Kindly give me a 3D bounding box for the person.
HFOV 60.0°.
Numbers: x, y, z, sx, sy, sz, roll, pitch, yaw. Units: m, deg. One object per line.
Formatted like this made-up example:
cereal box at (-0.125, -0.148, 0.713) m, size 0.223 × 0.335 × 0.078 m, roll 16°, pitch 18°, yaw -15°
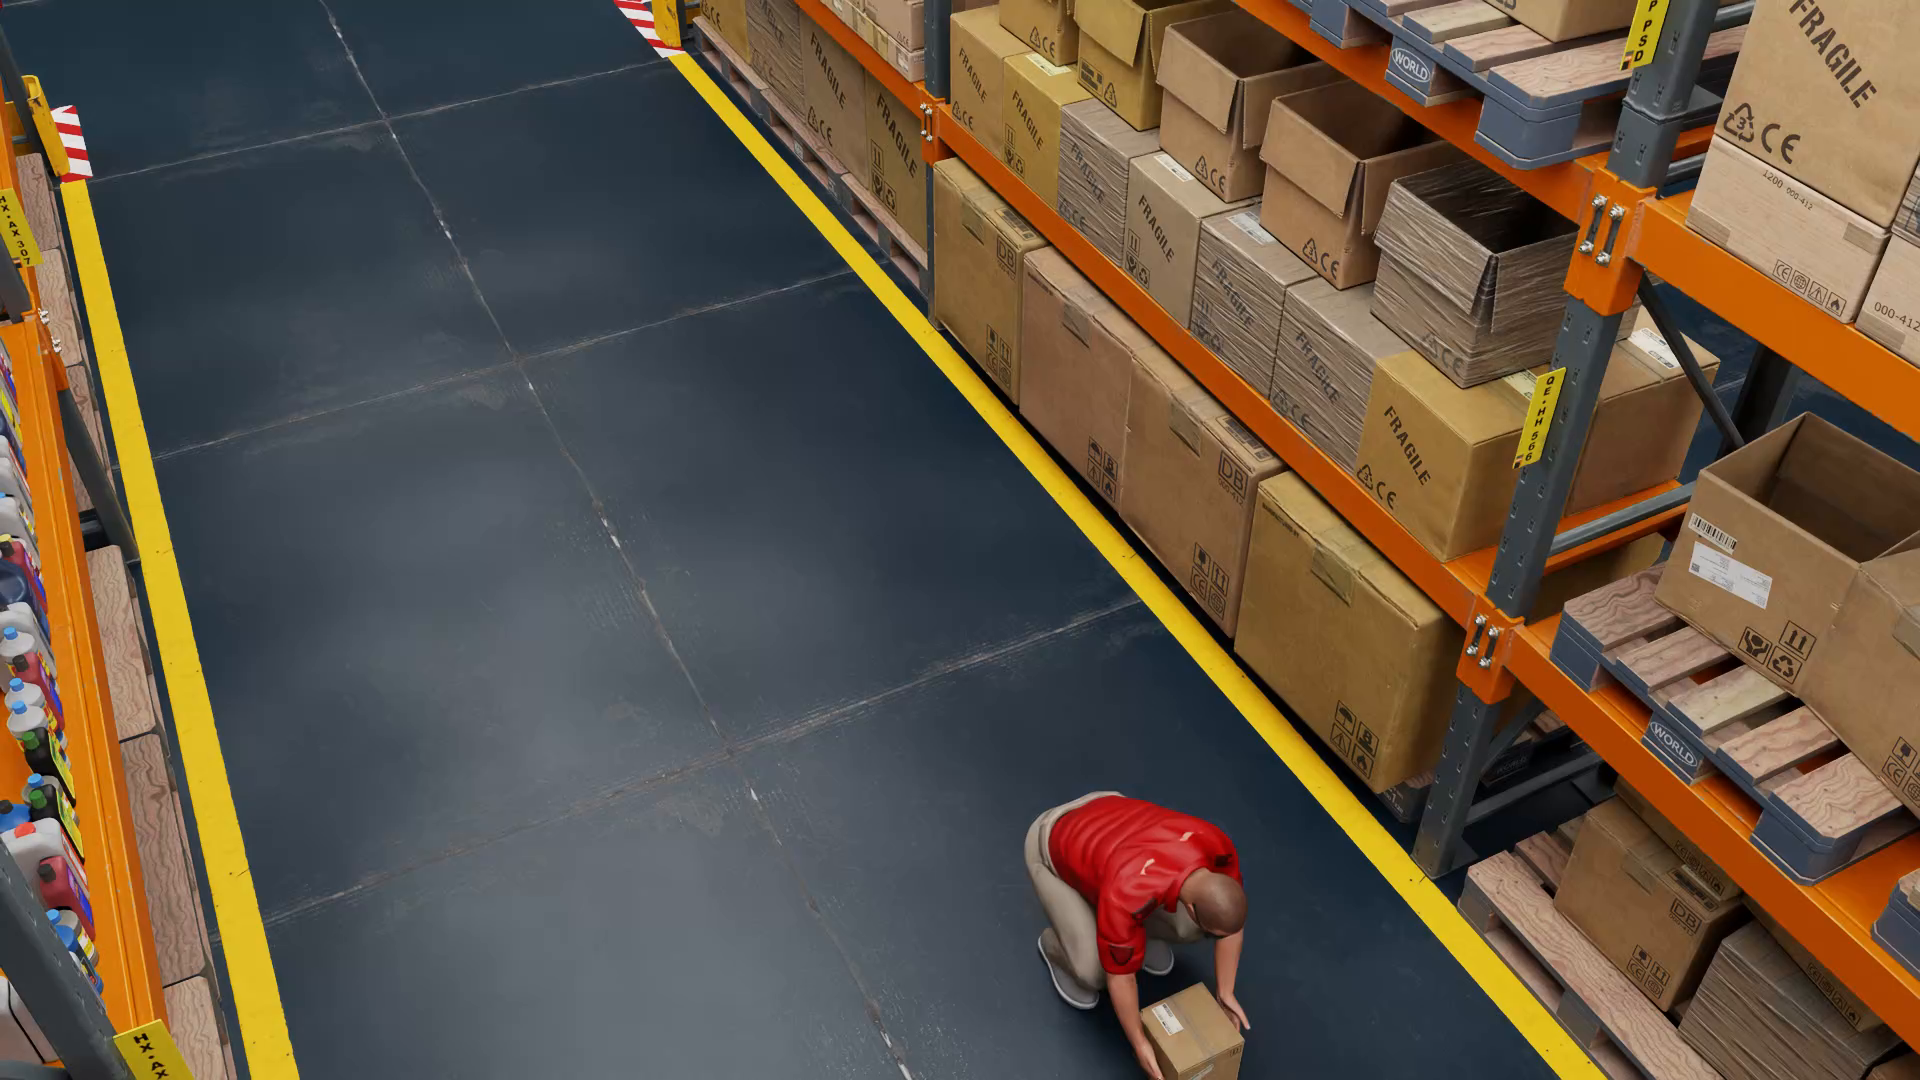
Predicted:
person at (0.586, 1.189, 5.429) m, size 0.566 × 0.915 × 0.880 m, roll -19°, pitch 44°, yaw -20°
